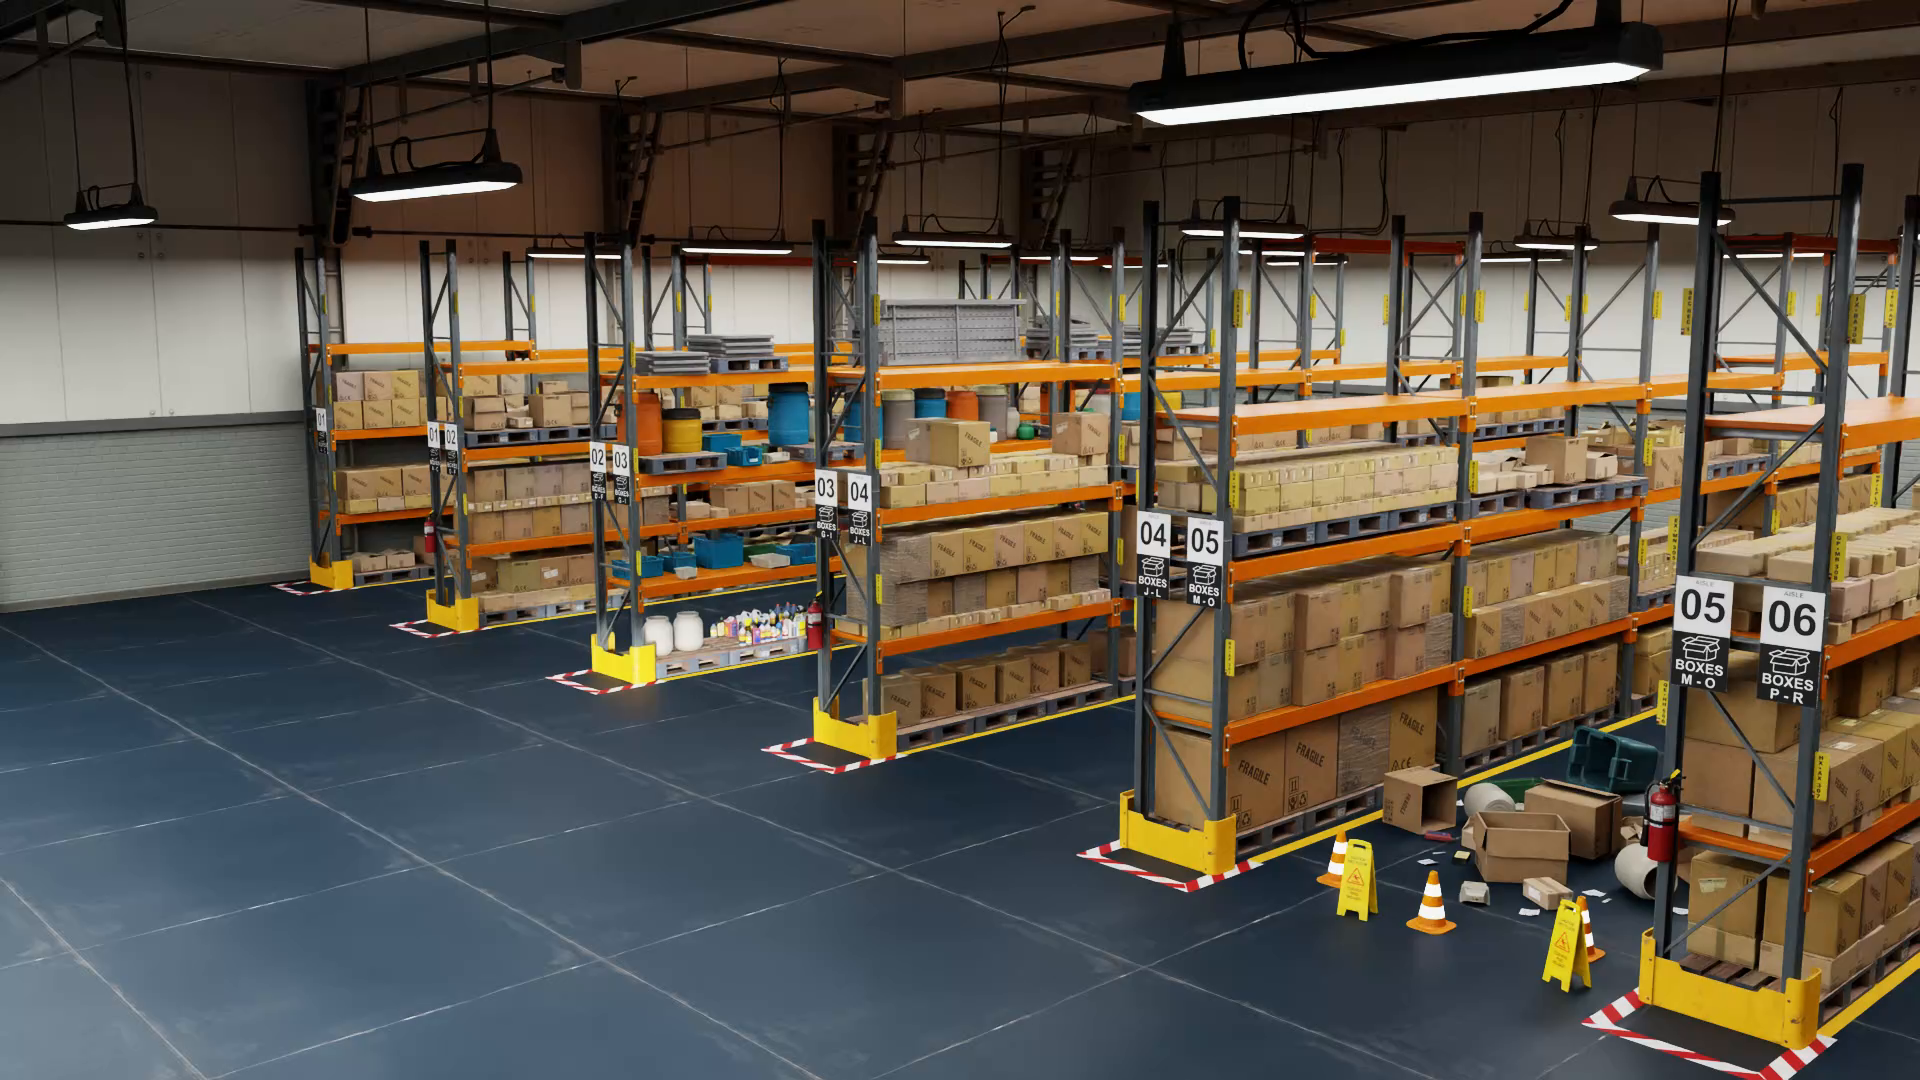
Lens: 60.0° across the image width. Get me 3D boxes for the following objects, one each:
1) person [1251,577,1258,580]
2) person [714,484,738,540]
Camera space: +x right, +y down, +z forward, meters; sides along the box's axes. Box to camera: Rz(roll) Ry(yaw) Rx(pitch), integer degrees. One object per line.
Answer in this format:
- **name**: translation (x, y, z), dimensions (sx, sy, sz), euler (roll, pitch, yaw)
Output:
- **person**: translation (3.758, 1.218, 21.178), dimensions (0.563, 1.673, 1.011), euler (8, 12, 43)
- **person**: translation (-4.392, -0.259, 31.655), dimensions (0.540, 1.626, 0.554), euler (7, 11, 38)
